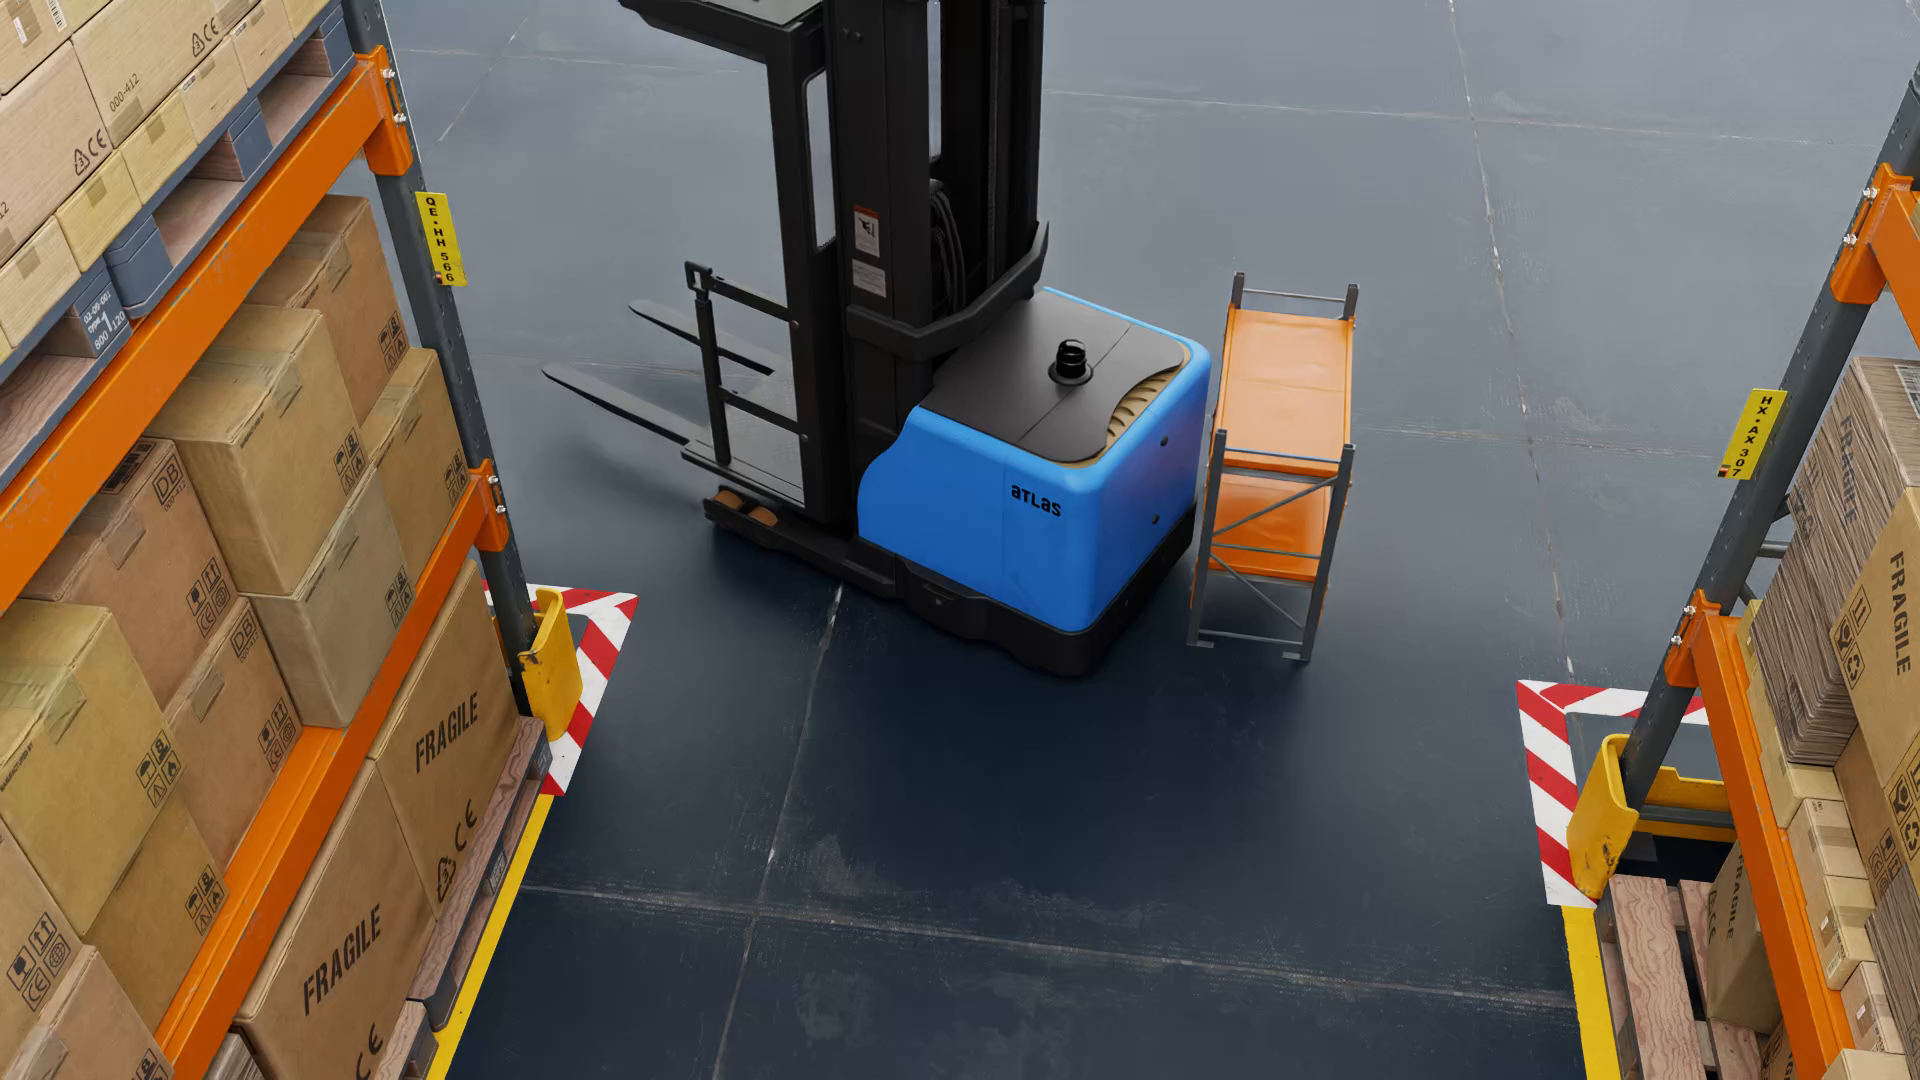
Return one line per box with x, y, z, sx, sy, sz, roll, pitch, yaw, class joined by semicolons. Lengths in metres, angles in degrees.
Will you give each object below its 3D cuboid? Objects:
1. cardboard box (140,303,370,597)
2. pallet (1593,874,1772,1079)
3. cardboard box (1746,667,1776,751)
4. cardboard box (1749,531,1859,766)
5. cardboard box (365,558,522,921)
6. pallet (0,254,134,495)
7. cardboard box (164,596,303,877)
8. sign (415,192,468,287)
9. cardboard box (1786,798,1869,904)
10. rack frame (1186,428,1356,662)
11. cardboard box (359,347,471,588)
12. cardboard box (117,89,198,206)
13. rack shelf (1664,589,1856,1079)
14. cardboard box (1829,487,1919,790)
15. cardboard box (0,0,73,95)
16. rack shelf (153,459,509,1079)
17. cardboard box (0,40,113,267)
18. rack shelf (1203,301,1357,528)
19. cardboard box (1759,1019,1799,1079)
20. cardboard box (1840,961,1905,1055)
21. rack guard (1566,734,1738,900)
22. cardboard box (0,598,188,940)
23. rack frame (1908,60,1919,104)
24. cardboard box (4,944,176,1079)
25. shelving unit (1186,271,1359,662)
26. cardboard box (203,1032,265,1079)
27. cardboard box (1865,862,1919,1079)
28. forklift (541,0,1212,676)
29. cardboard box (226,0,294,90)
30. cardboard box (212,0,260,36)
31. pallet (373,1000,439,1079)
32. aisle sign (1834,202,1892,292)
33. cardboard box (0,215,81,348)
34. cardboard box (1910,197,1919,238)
-2.168;-0.270;4.459;0.875;0.550;0.550;5;44;6;cardboard box
2.651;1.679;5.323;1.003;0.211;1.213;5;44;6;pallet
2.478;0.496;4.727;0.380;0.149;0.250;5;44;6;cardboard box
2.704;0.292;4.471;0.875;0.500;0.500;5;44;6;cardboard box
-2.123;0.631;5.641;0.875;0.875;0.875;5;44;6;cardboard box
-2.346;-0.172;3.133;1.003;0.211;1.213;5;44;6;pallet
-2.353;0.494;4.438;0.875;0.550;0.550;5;44;6;cardboard box
-1.563;-0.903;5.008;0.100;0.325;0.005;5;44;6;sign
2.417;0.838;4.366;0.380;0.149;0.250;5;44;6;cardboard box
1.174;0.043;6.386;0.500;1.125;0.032;7;44;8;rack frame
-2.103;-0.253;5.227;0.875;0.550;0.550;5;44;6;cardboard box
-1.909;-0.866;3.606;0.380;0.149;0.250;6;44;6;cardboard box
2.539;1.688;3.809;1.077;0.370;4.000;5;44;6;rack shelf
2.388;0.247;3.791;0.500;0.500;0.500;5;44;6;cardboard box
-1.943;-0.980;3.147;0.380;0.149;0.250;5;44;6;cardboard box
-2.364;1.169;4.357;1.077;0.370;4.000;5;44;6;rack shelf
-2.021;-0.745;3.189;0.500;0.250;0.500;5;44;5;cardboard box
1.268;-0.513;6.548;0.538;0.278;1.000;7;44;8;rack shelf
2.660;1.654;4.834;0.500;0.500;0.500;16;46;16;cardboard box
2.371;1.180;4.005;0.380;0.149;0.250;5;44;6;cardboard box
2.794;1.023;5.806;1.175;0.500;0.348;5;44;6;rack guard
-2.318;0.473;3.675;0.875;0.550;0.500;5;44;6;cardboard box
2.804;-2.114;2.938;1.000;3.000;0.127;5;44;6;rack frame
-2.353;1.229;3.661;0.875;0.550;0.550;5;44;6;cardboard box
1.268;-0.300;6.749;0.538;1.125;1.048;7;44;8;shelving unit
-2.360;1.852;4.352;0.875;0.875;0.875;6;44;6;cardboard box
2.648;0.981;3.744;0.875;0.500;0.500;5;44;6;cardboard box
-0.512;-1.320;6.512;3.031;2.935;1.130;24;49;24;forklift
-1.841;-1.213;3.973;0.380;0.149;0.250;6;44;6;cardboard box
-1.887;-1.428;3.910;0.500;0.250;0.500;6;44;6;cardboard box
-2.291;1.938;5.050;1.003;0.211;1.213;5;44;6;pallet
2.515;-0.949;4.180;0.394;0.787;0.004;5;44;6;aisle sign
-1.976;-0.519;3.240;0.380;0.149;0.250;6;44;6;cardboard box
2.484;-0.666;3.699;0.500;0.250;0.500;6;44;7;cardboard box
